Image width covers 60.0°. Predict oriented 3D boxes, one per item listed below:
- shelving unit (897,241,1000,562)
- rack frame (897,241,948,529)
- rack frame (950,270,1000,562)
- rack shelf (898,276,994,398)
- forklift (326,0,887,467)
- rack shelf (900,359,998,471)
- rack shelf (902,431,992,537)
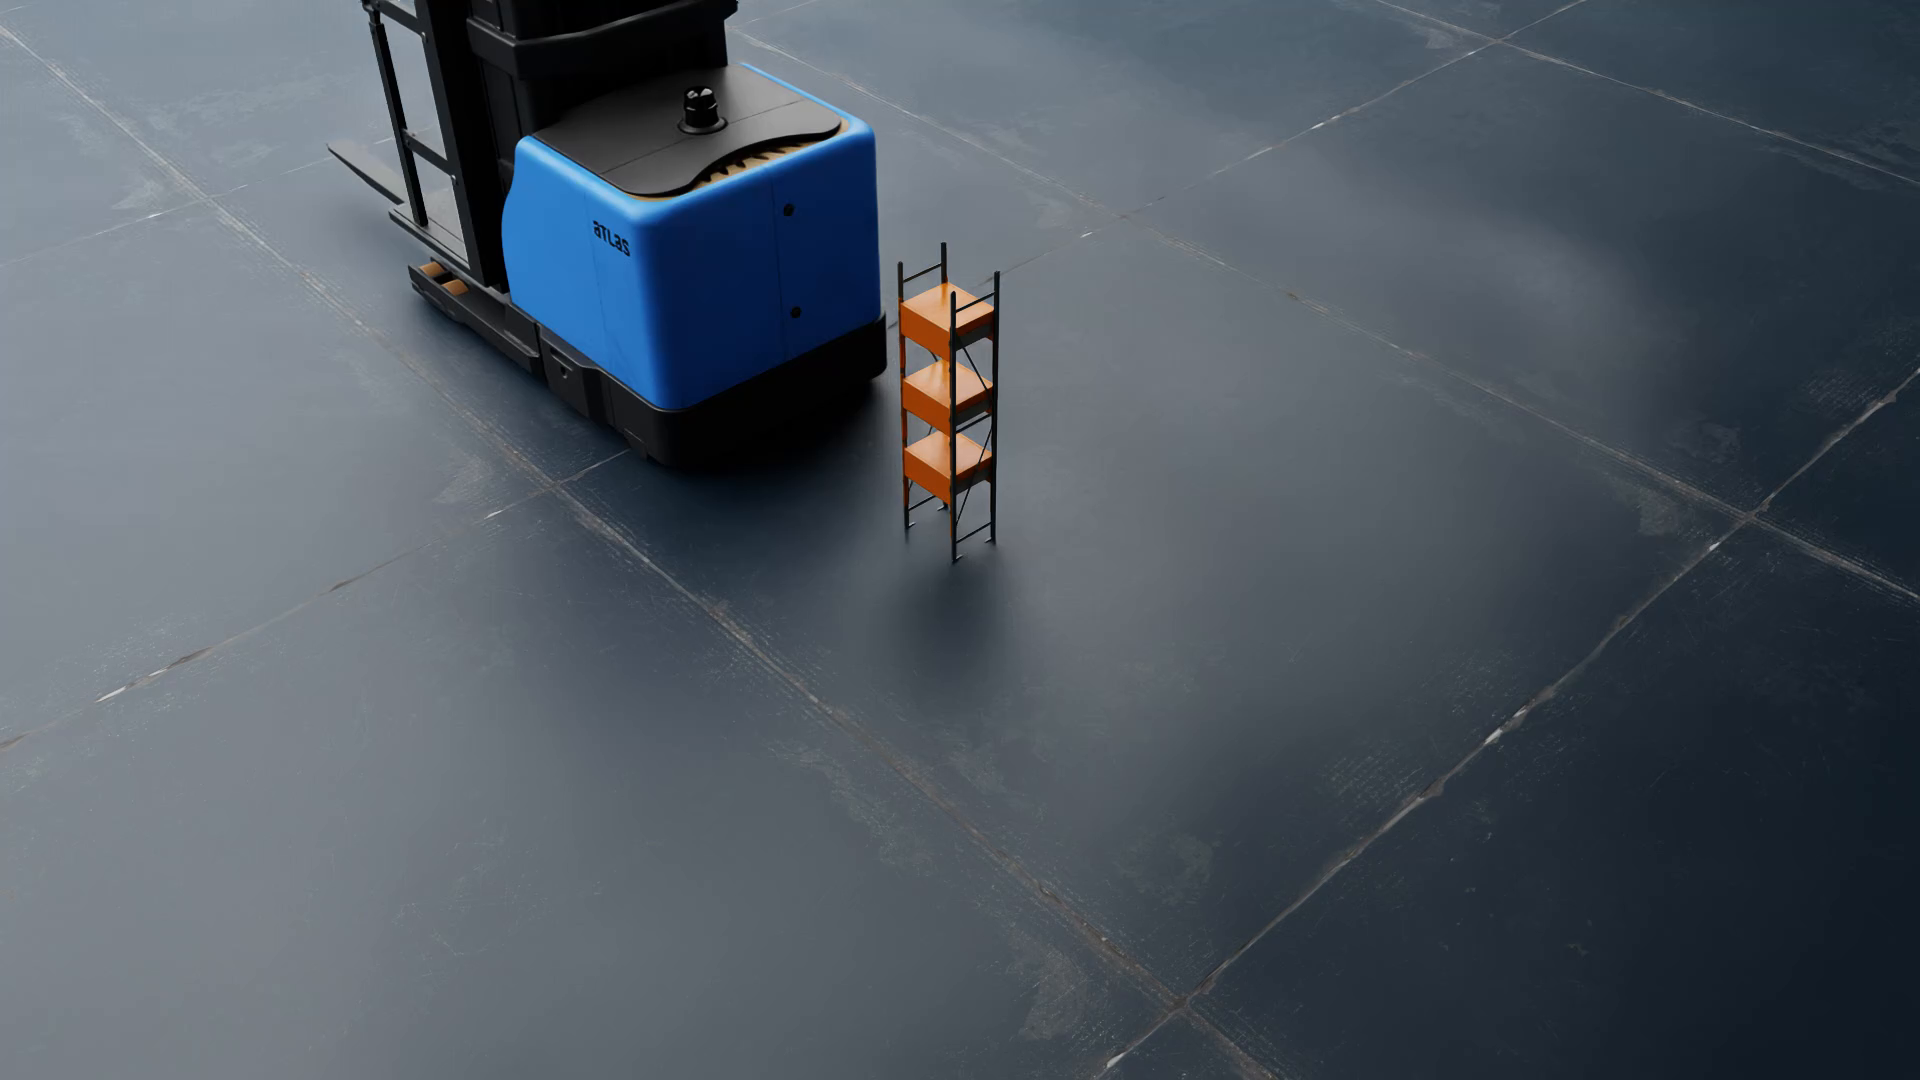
[{"bbox_3d":[-0.036,-0.433,5.451,0.215,1.050,0.252,-30,48,-32],"label":"shelving unit"},{"bbox_3d":[-0.119,-0.490,5.521,0.200,1.050,0.008,-30,48,-32],"label":"rack frame"},{"bbox_3d":[0.046,-0.377,5.381,0.200,1.050,0.008,-30,48,-32],"label":"rack frame"},{"bbox_3d":[-0.036,-0.646,5.279,0.215,0.259,0.240,-30,48,-32],"label":"rack shelf"},{"bbox_3d":[-1.651,-2.240,6.190,1.130,2.935,3.031,-30,48,-32],"label":"forklift"},{"bbox_3d":[-0.036,-0.425,5.457,0.215,0.259,0.240,-30,48,-32],"label":"rack shelf"},{"bbox_3d":[-0.036,-0.209,5.632,0.215,0.259,0.240,-30,48,-32],"label":"rack shelf"}]
